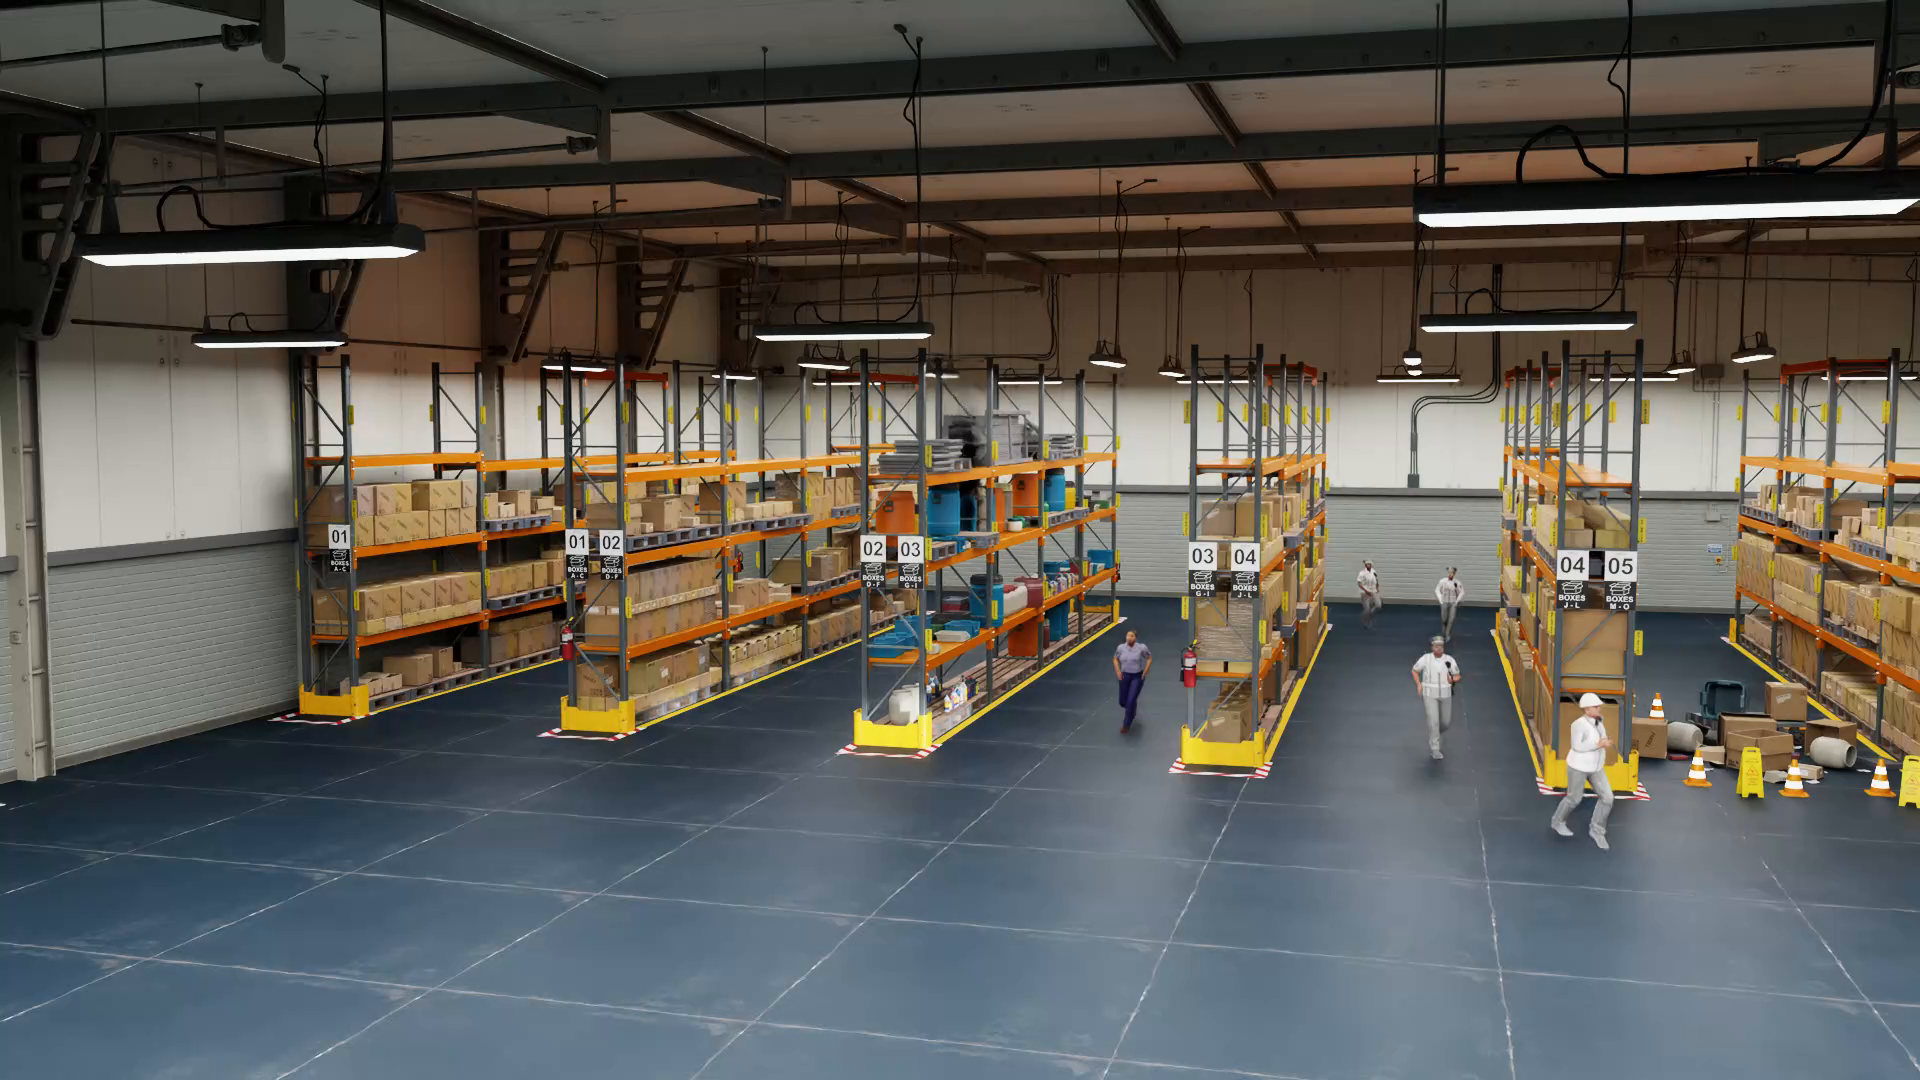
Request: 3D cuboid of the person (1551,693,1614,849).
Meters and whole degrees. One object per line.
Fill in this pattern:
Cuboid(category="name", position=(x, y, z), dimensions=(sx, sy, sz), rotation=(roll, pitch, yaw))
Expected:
Cuboid(category="person", position=(7.258, 2.680, 19.351), dimensions=(0.625, 1.843, 0.830), rotation=(-2, 5, -28))

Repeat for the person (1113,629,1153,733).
Cuboid(category="person", position=(2.747, 2.225, 26.506), dimensions=(0.630, 1.633, 0.771), rotation=(2, 5, 20))

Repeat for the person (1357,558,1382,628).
Cuboid(category="person", position=(9.617, 1.250, 38.974), dimensions=(0.598, 1.659, 0.558), rotation=(-2, 5, -20))

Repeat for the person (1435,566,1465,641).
Cuboid(category="person", position=(10.926, 1.407, 37.099), dimensions=(0.621, 1.677, 0.590), rotation=(1, 4, 13))

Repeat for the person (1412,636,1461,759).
Cuboid(category="person", position=(7.017, 2.276, 24.462), dimensions=(0.673, 1.754, 0.948), rotation=(0, 4, 3))
